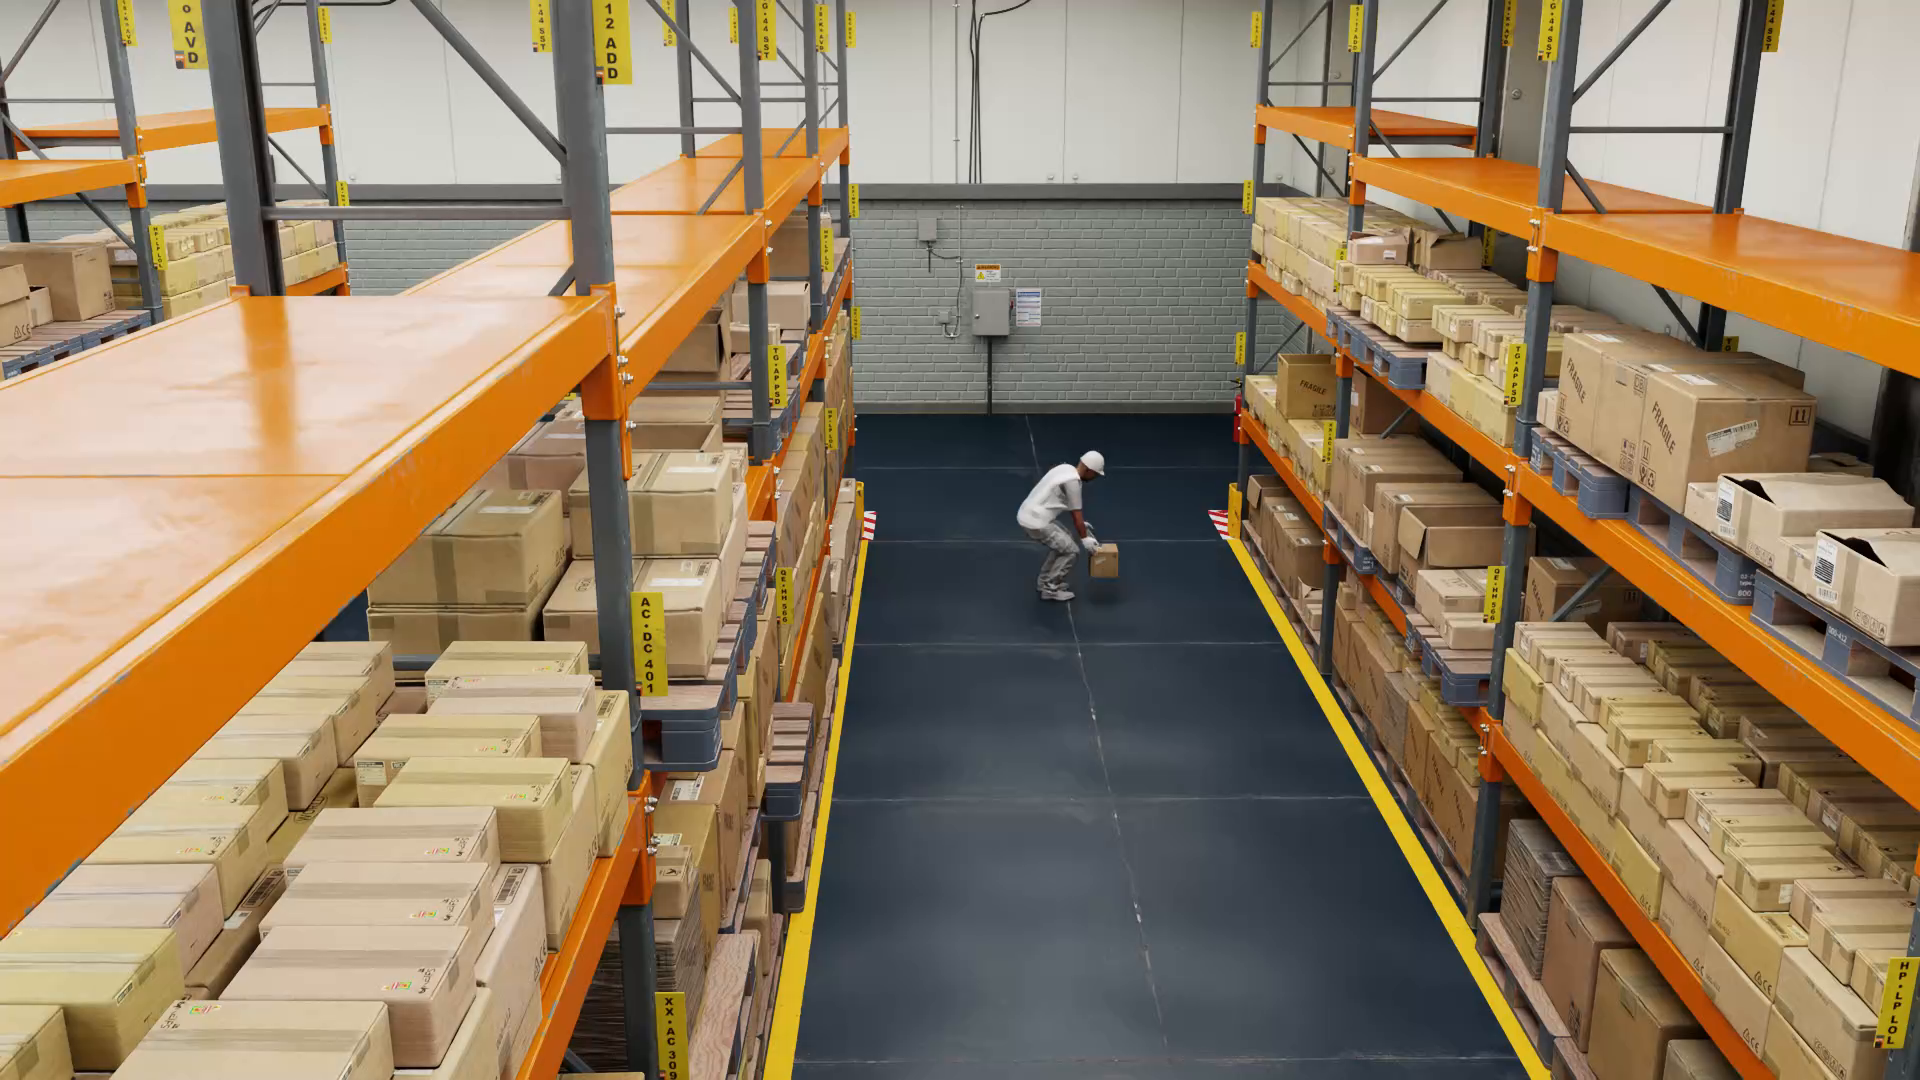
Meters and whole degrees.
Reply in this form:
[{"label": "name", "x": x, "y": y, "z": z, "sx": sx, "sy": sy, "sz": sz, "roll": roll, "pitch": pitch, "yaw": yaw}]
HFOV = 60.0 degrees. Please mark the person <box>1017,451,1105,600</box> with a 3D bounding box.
[{"label": "person", "x": 0.920, "y": -0.156, "z": 15.262, "sx": 0.801, "sy": 1.352, "sz": 0.613, "roll": 0, "pitch": 17, "yaw": -1}]
